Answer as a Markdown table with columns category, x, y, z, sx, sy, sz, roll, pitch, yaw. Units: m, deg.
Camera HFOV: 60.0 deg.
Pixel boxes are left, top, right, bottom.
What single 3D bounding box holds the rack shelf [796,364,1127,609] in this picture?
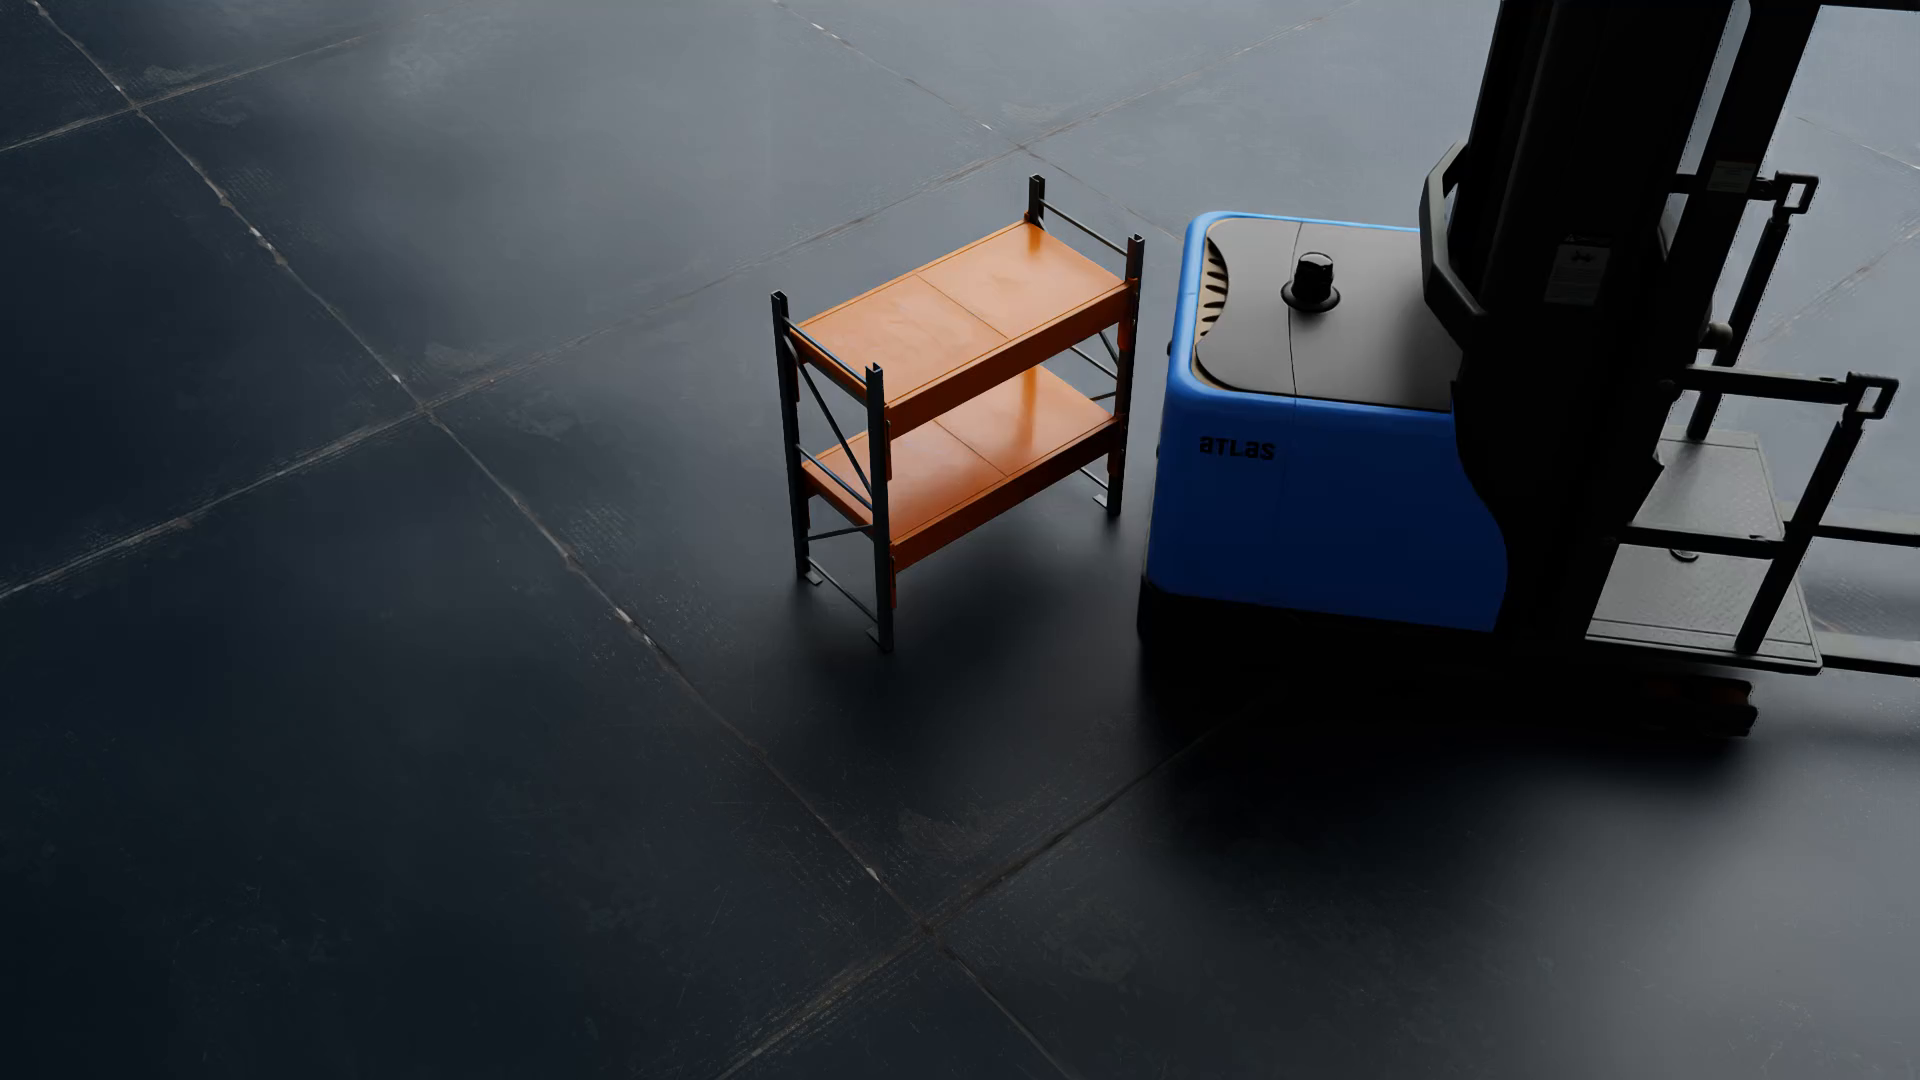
| category | x | y | z | sx | sy | sz | roll | pitch | yaw |
| --- | --- | --- | --- | --- | --- | --- | --- | --- | --- |
| rack shelf | 0.005 | -0.235 | 5.535 | 1.000 | 0.278 | 0.538 | -30 | 51 | -28 |

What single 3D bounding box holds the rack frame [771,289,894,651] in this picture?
| category | x | y | z | sx | sy | sz | roll | pitch | yaw |
| --- | --- | --- | --- | --- | --- | --- | --- | --- | --- |
| rack frame | -0.385 | -0.190 | 5.130 | 0.032 | 1.125 | 0.500 | -30 | 51 | -28 |

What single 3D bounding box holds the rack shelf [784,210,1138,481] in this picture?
| category | x | y | z | sx | sy | sz | roll | pitch | yaw |
| --- | --- | --- | --- | --- | --- | --- | --- | --- | --- |
| rack shelf | 0.005 | -0.626 | 5.168 | 1.000 | 0.278 | 0.538 | -30 | 51 | -28 |

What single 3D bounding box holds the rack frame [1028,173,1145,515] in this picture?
| category | x | y | z | sx | sy | sz | roll | pitch | yaw |
| --- | --- | --- | --- | --- | --- | --- | --- | --- | --- |
| rack frame | 0.395 | -0.636 | 5.606 | 0.032 | 1.125 | 0.500 | -30 | 51 | -28 |

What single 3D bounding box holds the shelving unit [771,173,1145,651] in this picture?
| category | x | y | z | sx | sy | sz | roll | pitch | yaw |
| --- | --- | --- | --- | --- | --- | --- | --- | --- | --- |
| shelving unit | 0.005 | -0.413 | 5.368 | 1.048 | 1.125 | 0.538 | -30 | 51 | -28 |

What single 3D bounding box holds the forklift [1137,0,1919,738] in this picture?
| category | x | y | z | sx | sy | sz | roll | pitch | yaw |
| --- | --- | --- | --- | --- | --- | --- | --- | --- | --- |
| forklift | 2.133 | -0.855 | 4.519 | 3.031 | 2.935 | 1.130 | 7 | 44 | 7 |
